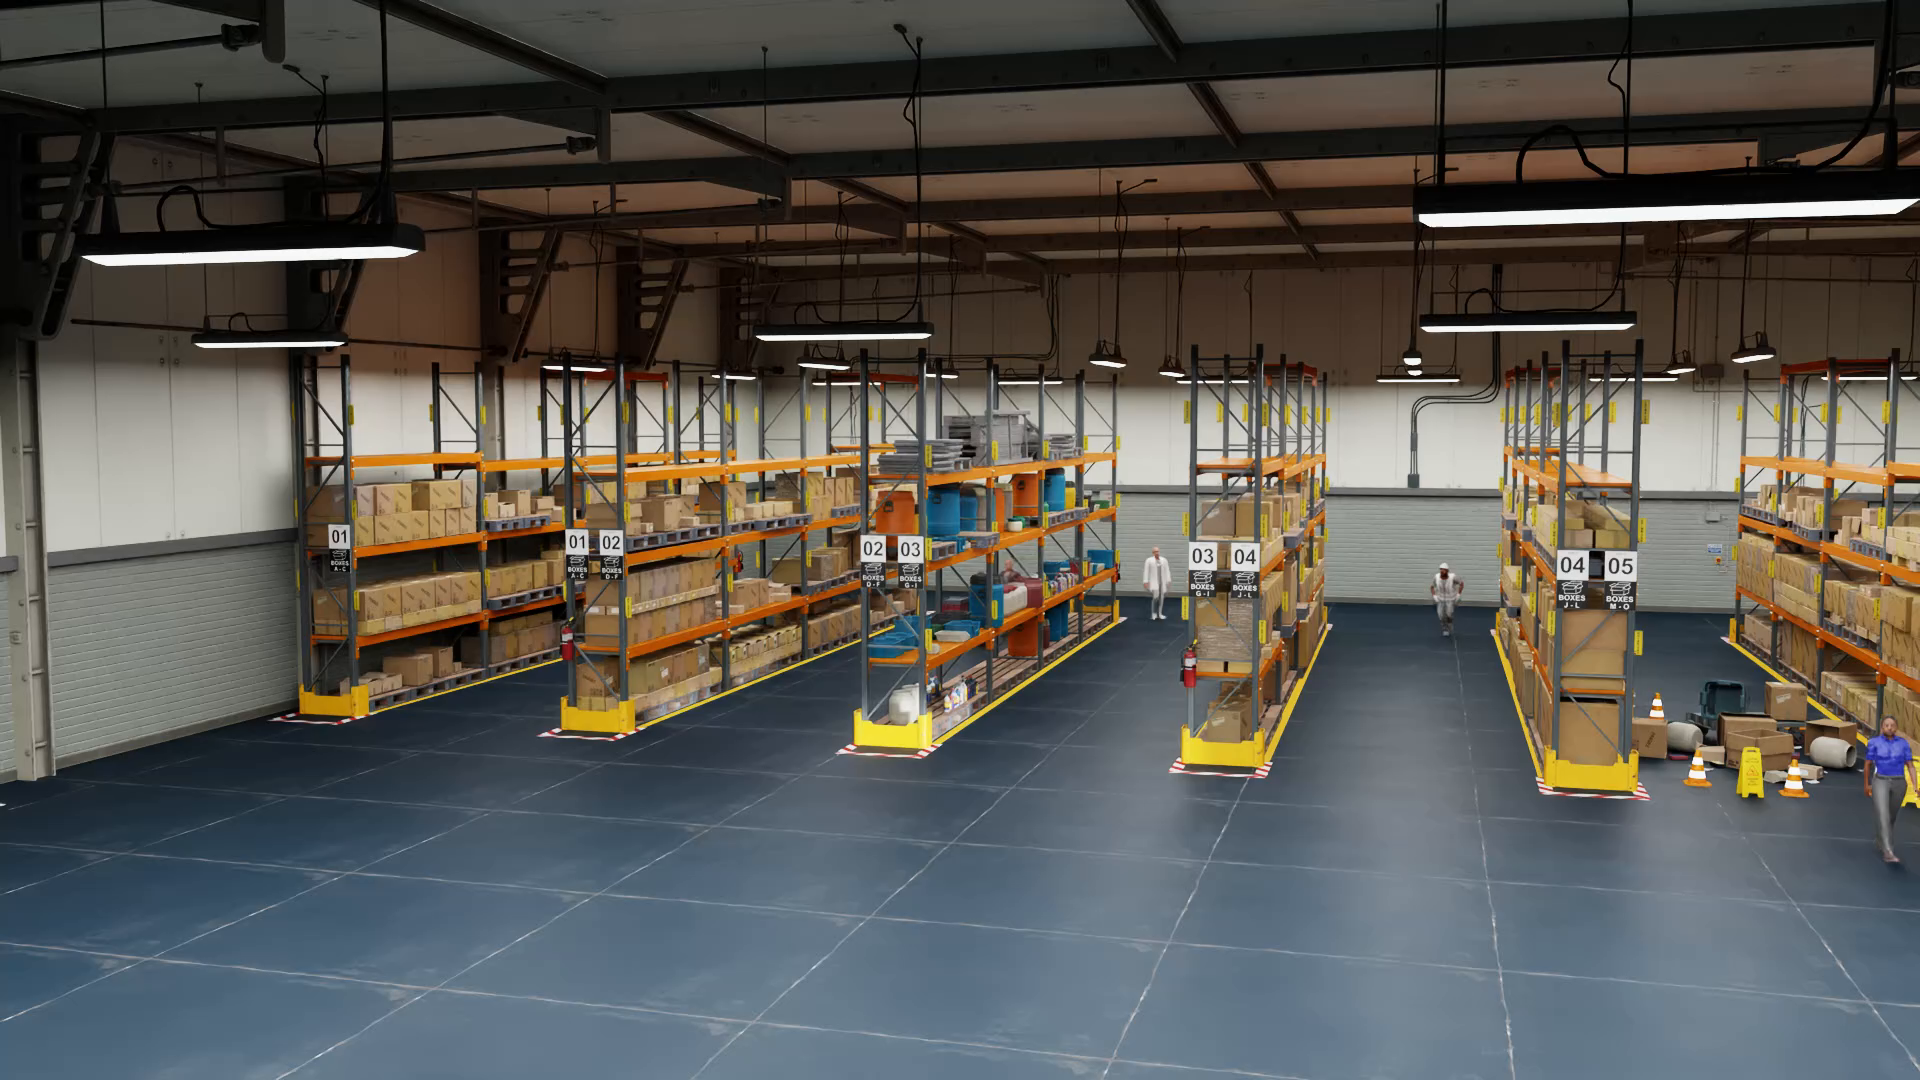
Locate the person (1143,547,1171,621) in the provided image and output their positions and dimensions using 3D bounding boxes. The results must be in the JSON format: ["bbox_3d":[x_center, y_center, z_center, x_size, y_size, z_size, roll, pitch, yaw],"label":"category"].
[{"bbox_3d":[4.833,1.070,40.608,0.645,1.796,0.508,-2,5,-20],"label":"person"}]

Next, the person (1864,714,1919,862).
[{"bbox_3d":[10.489,2.782,18.716,0.473,1.588,0.990,1,4,10],"label":"person"}]

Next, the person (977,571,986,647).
[{"bbox_3d":[0.447,1.489,35.913,0.540,1.648,0.452,-2,5,-29],"label":"person"}]

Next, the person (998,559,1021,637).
[{"bbox_3d":[1.047,1.295,37.554,0.576,1.715,1.126,3,5,39],"label":"person"}]

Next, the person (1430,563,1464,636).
[{"bbox_3d":[11.007,1.347,37.615,0.725,1.680,0.662,2,5,24],"label":"person"}]
